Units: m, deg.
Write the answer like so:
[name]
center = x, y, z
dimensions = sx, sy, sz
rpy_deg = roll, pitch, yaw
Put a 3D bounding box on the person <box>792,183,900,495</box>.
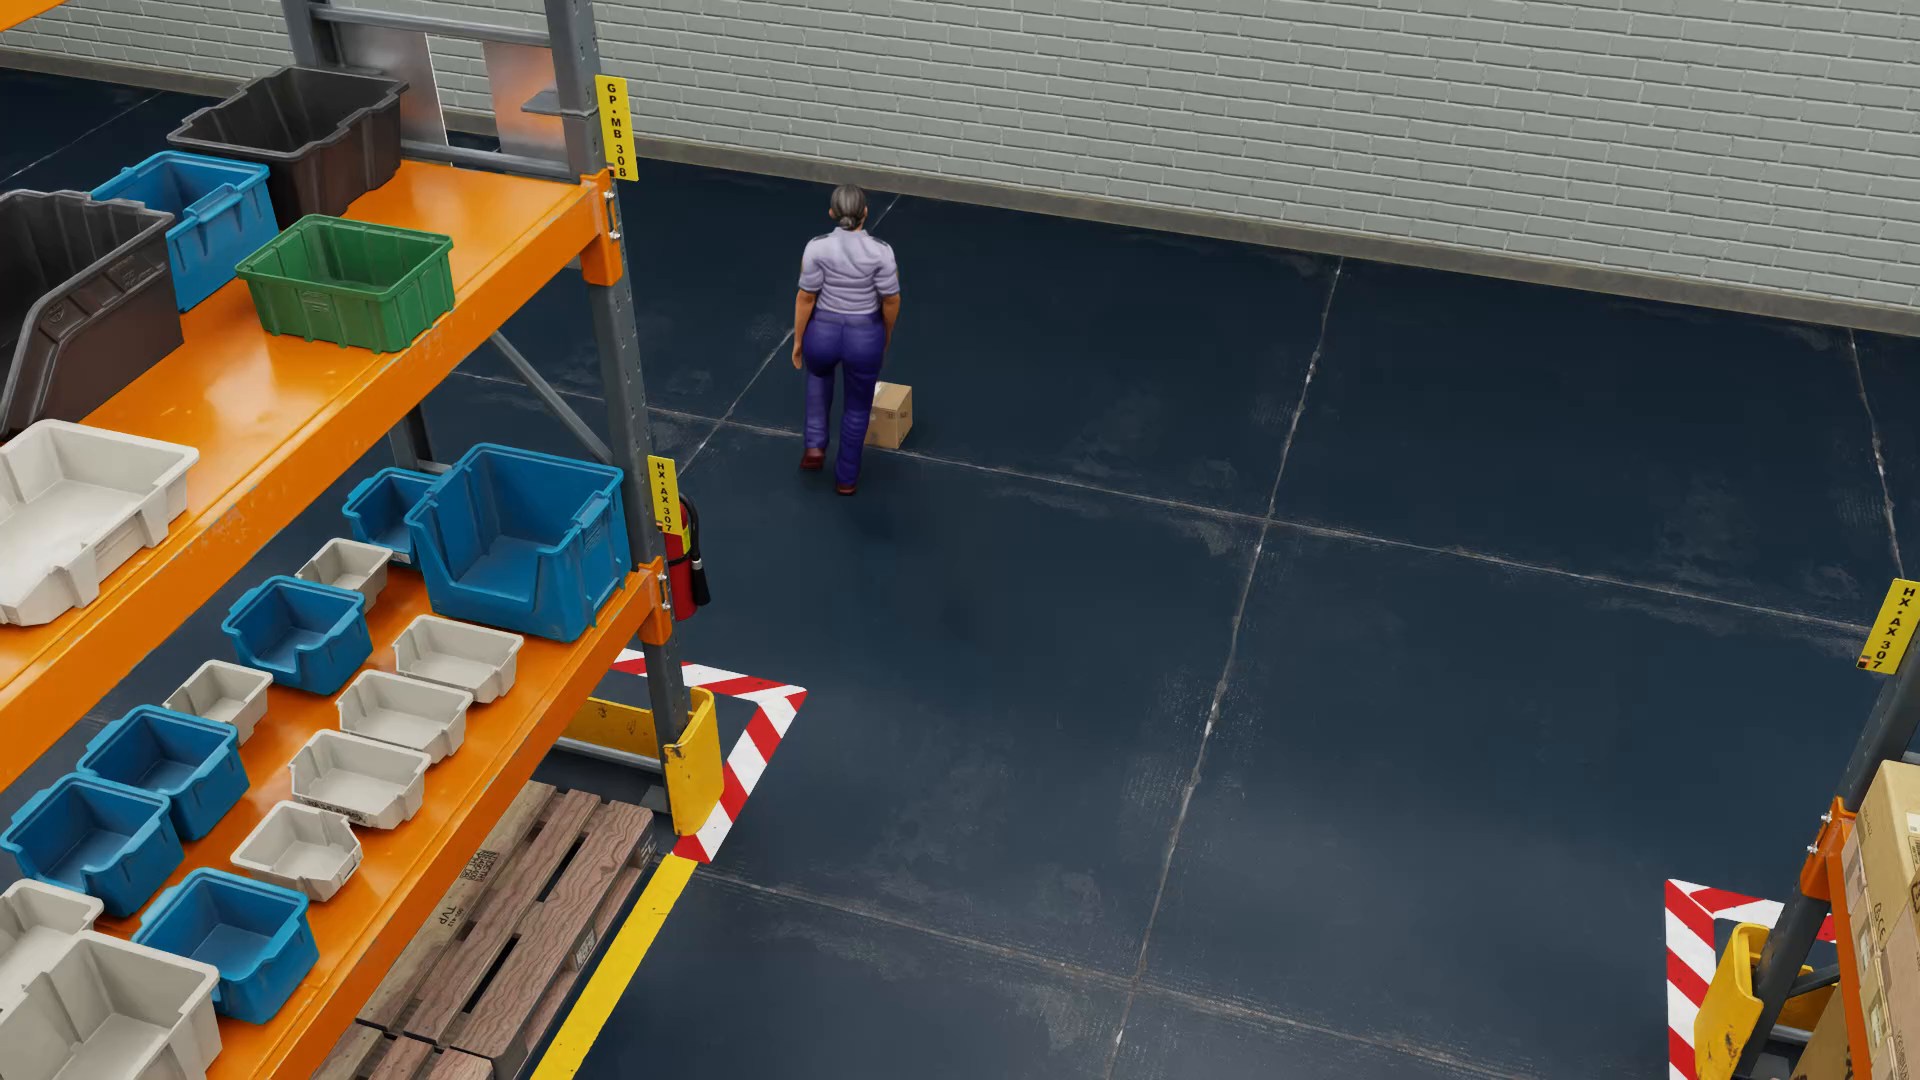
[person]
center = -0.556, -1.005, 8.200
dimensions = 0.551, 1.652, 0.460
rpy_deg = 3, 37, 3
